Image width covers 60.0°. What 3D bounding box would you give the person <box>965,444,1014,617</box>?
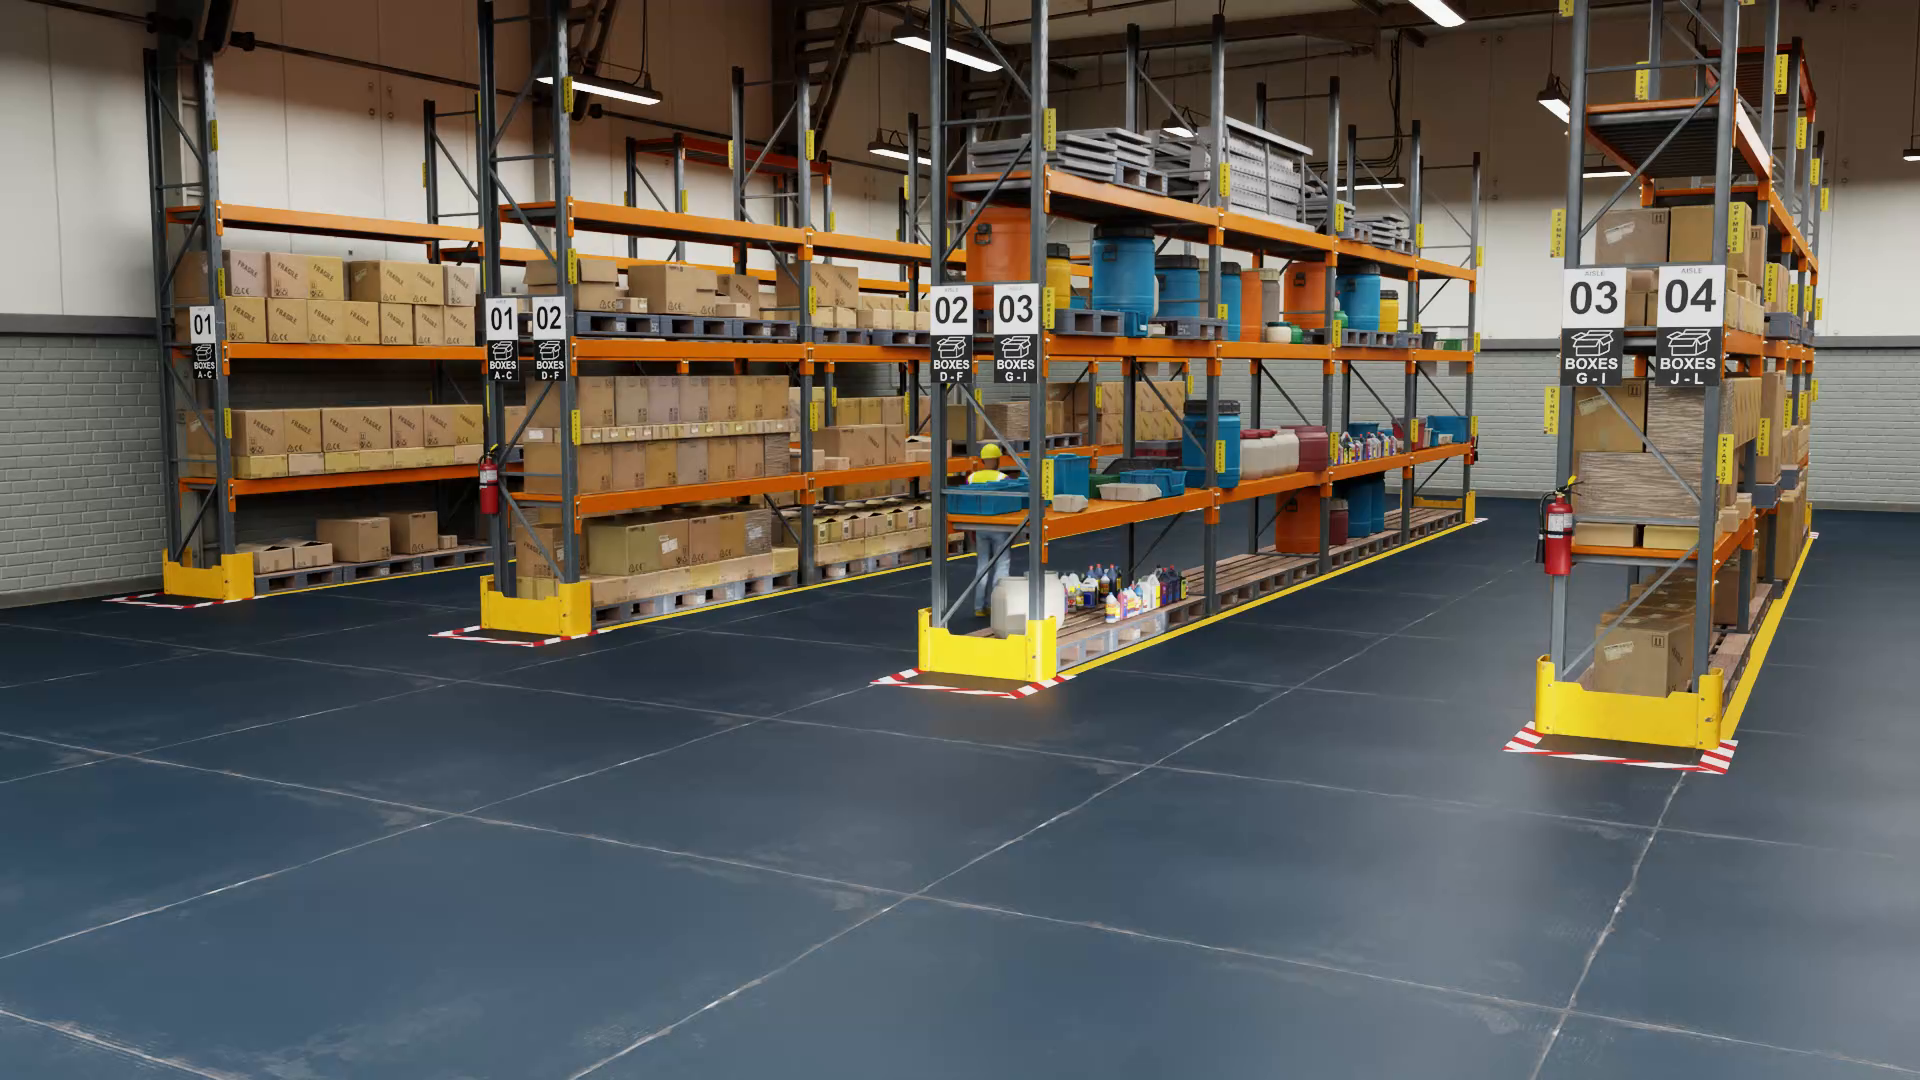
[{"bbox_3d":[0.326,-0.087,16.965,0.562,1.782,0.350,3,7,30],"label":"person"}]
